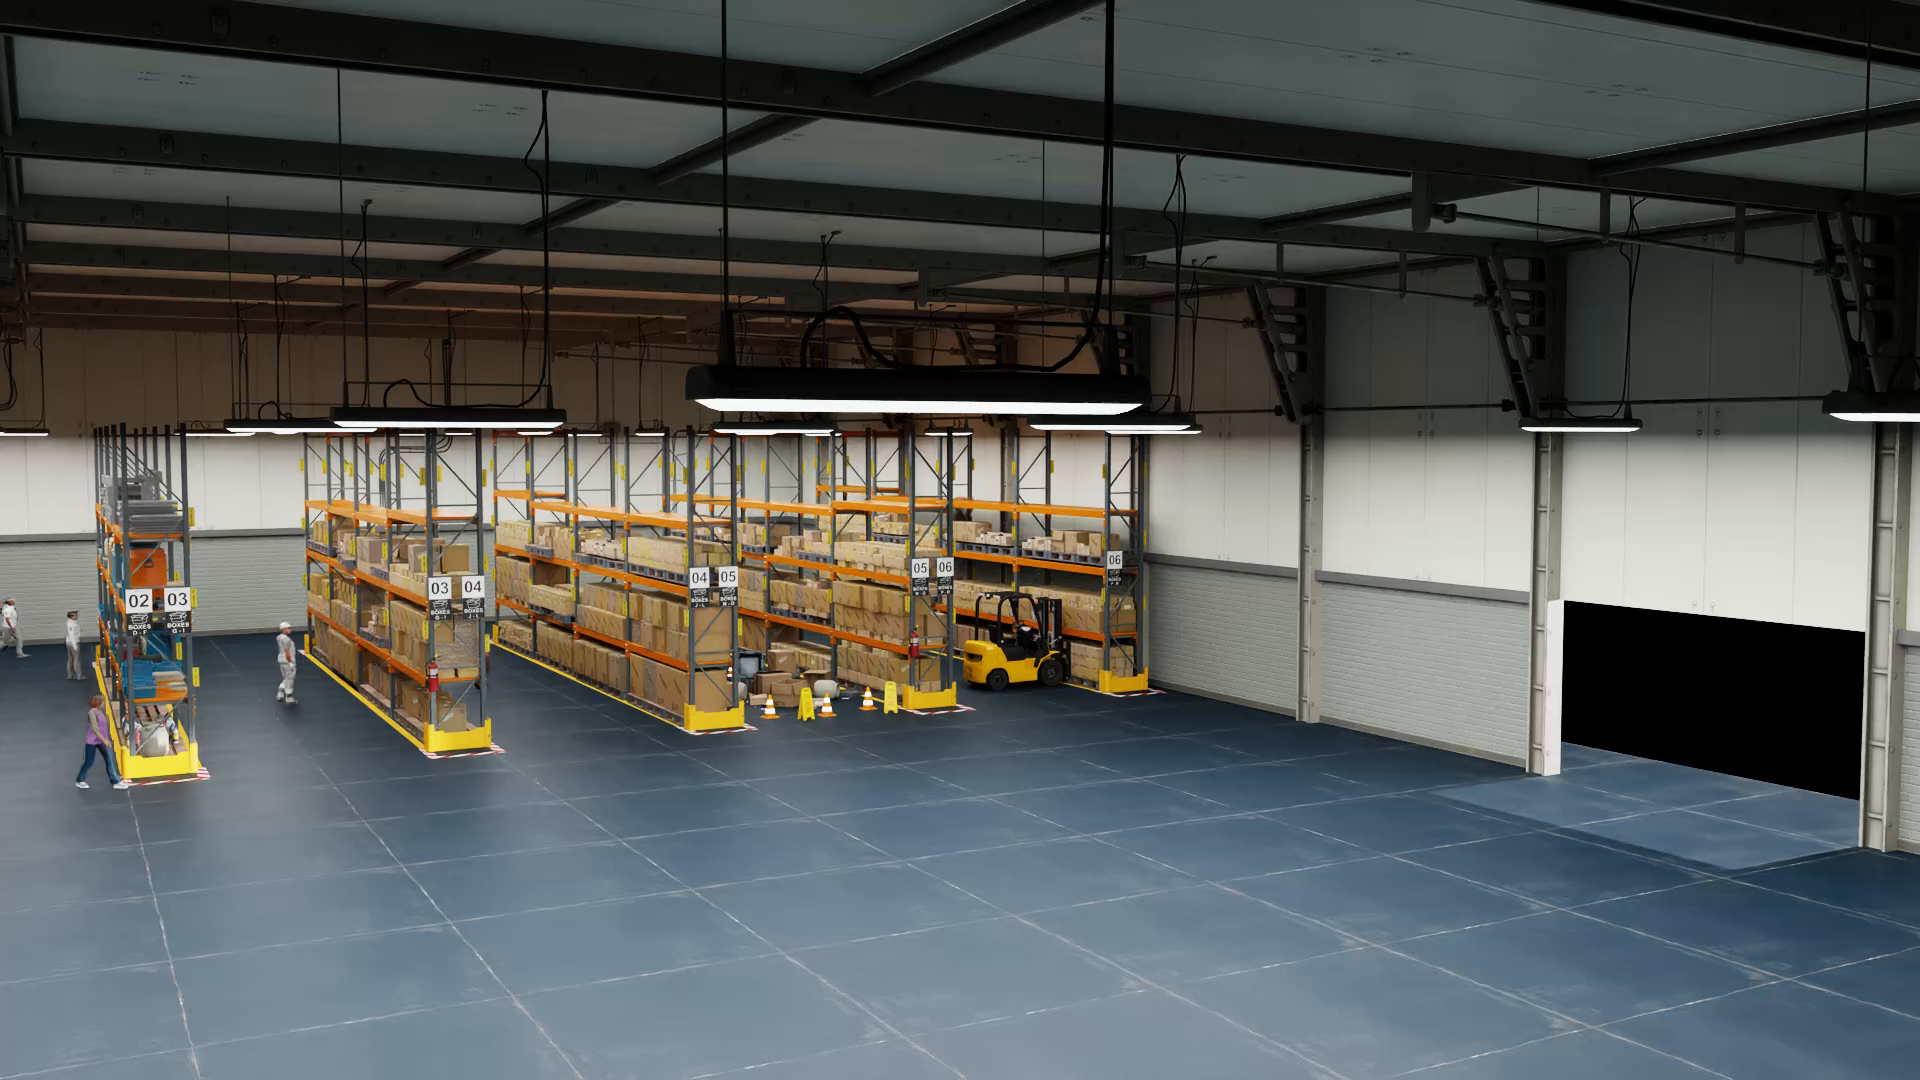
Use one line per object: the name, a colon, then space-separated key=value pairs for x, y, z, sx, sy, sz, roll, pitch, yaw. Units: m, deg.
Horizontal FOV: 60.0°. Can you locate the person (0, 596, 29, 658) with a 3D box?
person: x=-24.843 y=2.272 z=43.409 sx=0.913 sy=1.630 sz=0.482 roll=-1 pitch=4 yaw=-14

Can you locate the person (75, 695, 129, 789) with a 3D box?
person: x=-14.012 y=3.284 z=27.073 sx=0.951 sy=1.538 sz=0.369 roll=1 pitch=4 yaw=21

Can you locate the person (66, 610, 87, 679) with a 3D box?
person: x=-21.041 y=2.486 z=39.586 sx=0.406 sy=1.664 sz=0.548 roll=-3 pitch=4 yaw=-37

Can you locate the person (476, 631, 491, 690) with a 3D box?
person: x=-10.963 y=2.575 z=38.156 sx=0.587 sy=1.748 sz=0.584 roll=1 pitch=4 yaw=18

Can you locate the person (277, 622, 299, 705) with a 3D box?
person: x=-14.480 y=2.652 z=35.824 sx=0.561 sy=1.794 sz=0.426 roll=3 pitch=4 yaw=37
